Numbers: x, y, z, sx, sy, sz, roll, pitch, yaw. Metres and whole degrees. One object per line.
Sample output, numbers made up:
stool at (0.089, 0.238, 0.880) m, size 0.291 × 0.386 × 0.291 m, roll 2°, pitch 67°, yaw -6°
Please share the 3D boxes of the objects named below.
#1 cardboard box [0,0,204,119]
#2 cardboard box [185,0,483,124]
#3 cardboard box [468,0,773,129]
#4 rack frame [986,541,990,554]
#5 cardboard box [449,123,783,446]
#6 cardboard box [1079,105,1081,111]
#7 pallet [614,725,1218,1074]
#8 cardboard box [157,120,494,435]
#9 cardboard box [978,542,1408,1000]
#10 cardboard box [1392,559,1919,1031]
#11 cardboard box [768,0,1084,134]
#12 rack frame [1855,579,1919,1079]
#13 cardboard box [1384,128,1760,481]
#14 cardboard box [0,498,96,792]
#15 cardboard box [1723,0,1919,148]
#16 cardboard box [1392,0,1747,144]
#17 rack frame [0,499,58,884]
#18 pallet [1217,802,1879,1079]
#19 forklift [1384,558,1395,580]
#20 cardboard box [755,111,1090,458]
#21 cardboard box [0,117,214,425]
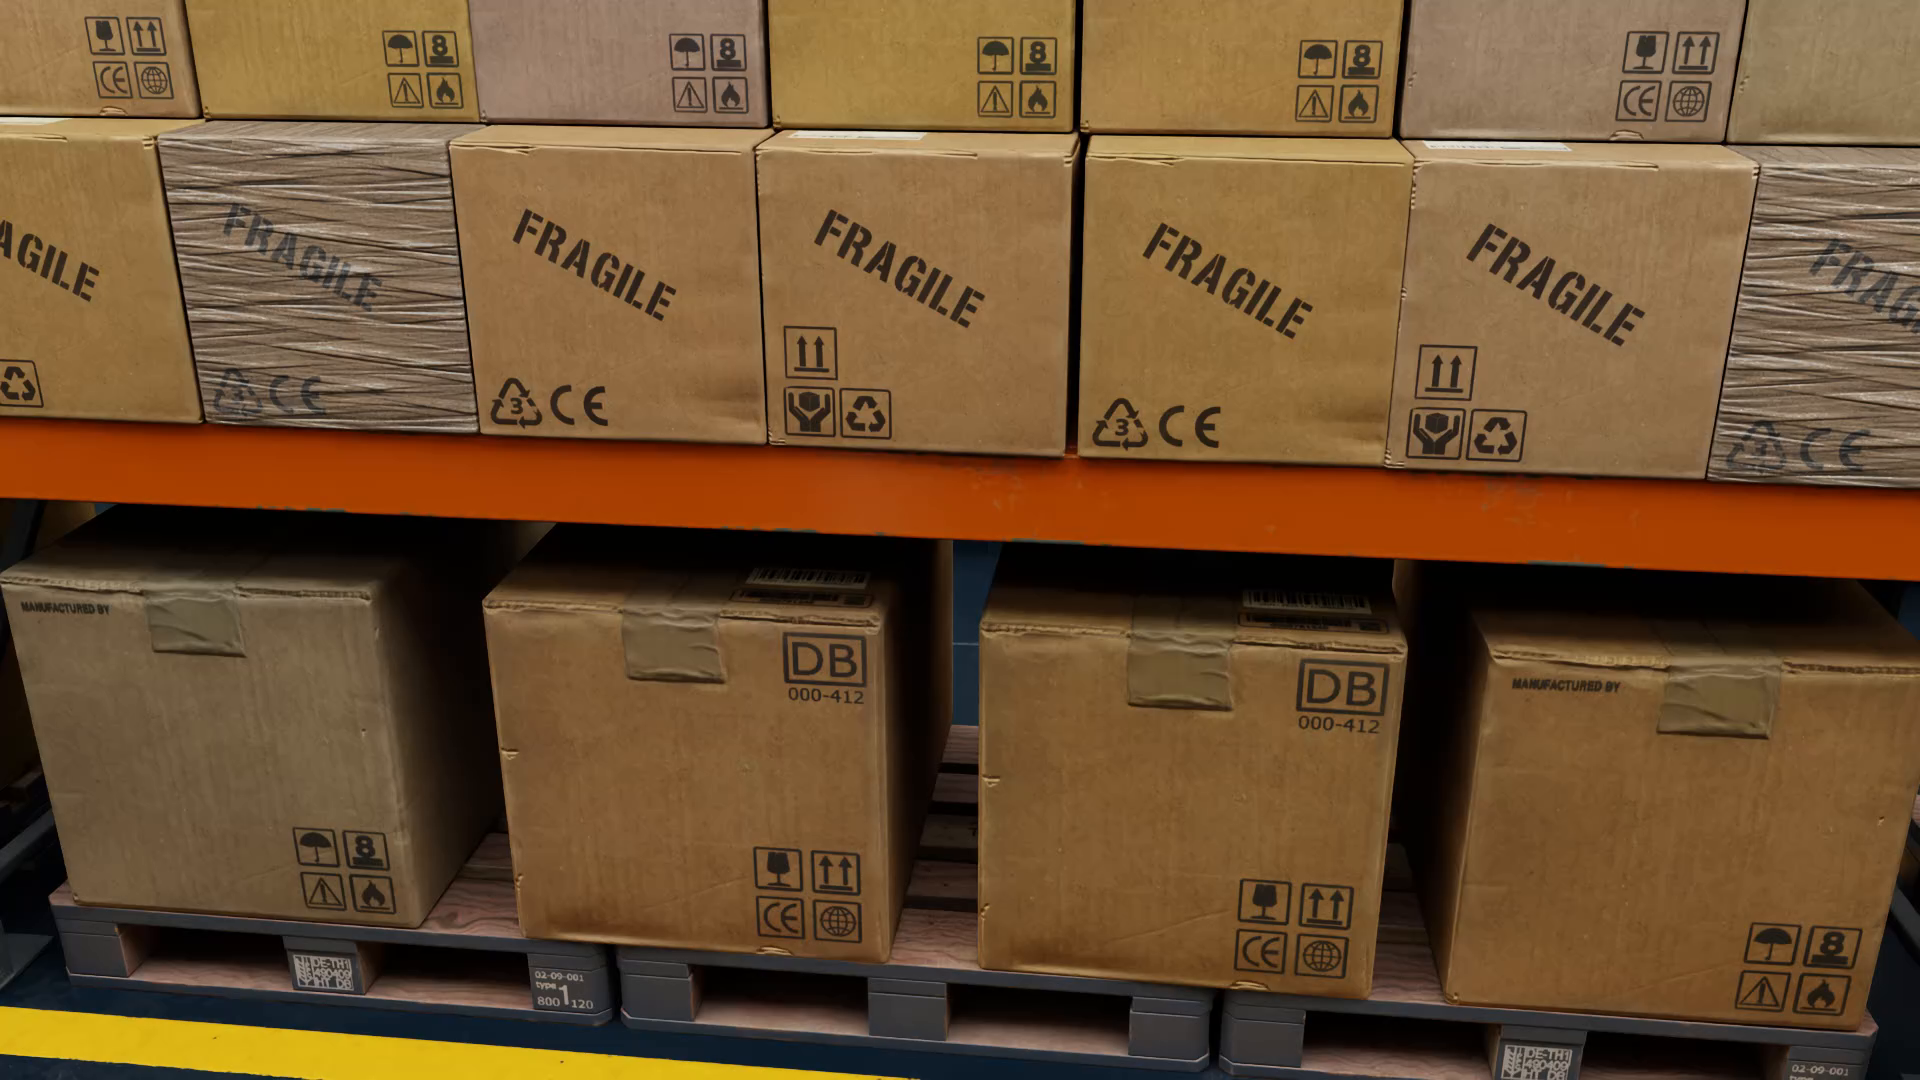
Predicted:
cardboard box at (-1.541, -1.100, 3.147) m, size 0.500 × 0.500 × 0.700 m, roll 2°, pitch 22°, yaw 5°
cardboard box at (-1.030, -1.079, 3.093) m, size 0.500 × 0.500 × 0.700 m, roll 2°, pitch 22°, yaw 5°
cardboard box at (-0.528, -1.057, 3.037) m, size 0.500 × 0.500 × 0.700 m, roll 3°, pitch 22°, yaw 7°
rack frame at (0.109, -0.414, 5.762) m, size 0.006 × 0.900 × 0.240 m, roll 2°, pitch 22°, yaw 6°
cardboard box at (-0.547, -0.489, 2.962) m, size 0.500 × 0.500 × 0.500 m, roll 2°, pitch 22°, yaw 6°
cardboard box at (0.023, -0.665, 3.406) m, size 0.500 × 0.500 × 0.500 m, roll 2°, pitch 22°, yaw 6°
pallet at (-0.045, 0.746, 3.765) m, size 1.213 × 0.211 × 1.003 m, roll 2°, pitch 22°, yaw 6°
cardboard box at (-1.043, -0.512, 3.019) m, size 0.500 × 0.500 × 0.500 m, roll 3°, pitch 22°, yaw 7°
cardboard box at (0.475, 0.320, 3.539) m, size 0.750 × 0.750 × 1.050 m, roll 3°, pitch 22°, yaw 7°
cardboard box at (-0.886, -0.771, 5.633) m, size 5.693 × 1.239 × 5.455 m, roll 2°, pitch 22°, yaw 6°
cardboard box at (-0.027, -1.034, 2.981) m, size 0.500 × 0.500 × 0.700 m, roll 2°, pitch 22°, yaw 6°
rack frame at (1.937, -0.435, 2.961) m, size 0.127 × 3.000 × 1.000 m, roll 2°, pitch 22°, yaw 6°
cardboard box at (0.963, -0.425, 2.799) m, size 0.500 × 0.500 × 0.500 m, roll 2°, pitch 22°, yaw 6°
cardboard box at (-2.651, 0.132, 3.845) m, size 0.875 × 0.875 × 0.875 m, roll 3°, pitch 22°, yaw 7°
cardboard box at (1.493, -0.970, 2.817) m, size 0.500 × 0.500 × 0.700 m, roll 2°, pitch 22°, yaw 6°
cardboard box at (0.990, -0.991, 2.871) m, size 0.500 × 0.500 × 0.700 m, roll 2°, pitch 22°, yaw 6°
rack frame at (-2.035, -0.609, 3.401) m, size 0.053 × 2.616 × 0.949 m, roll 2°, pitch 22°, yaw 6°
pallet at (1.163, 0.800, 3.629) m, size 1.213 × 0.211 × 1.003 m, roll 2°, pitch 22°, yaw 6°
forklift at (2.731, -2.625, 8.592) m, size 3.193 × 2.935 × 8.118 m, roll 1°, pitch 22°, yaw 2°
cardboard box at (-0.043, -0.467, 2.906) m, size 0.500 × 0.500 × 0.500 m, roll 3°, pitch 22°, yaw 7°
cardboard box at (-1.544, -0.534, 3.074) m, size 0.500 × 0.500 × 0.500 m, roll 3°, pitch 22°, yaw 7°
